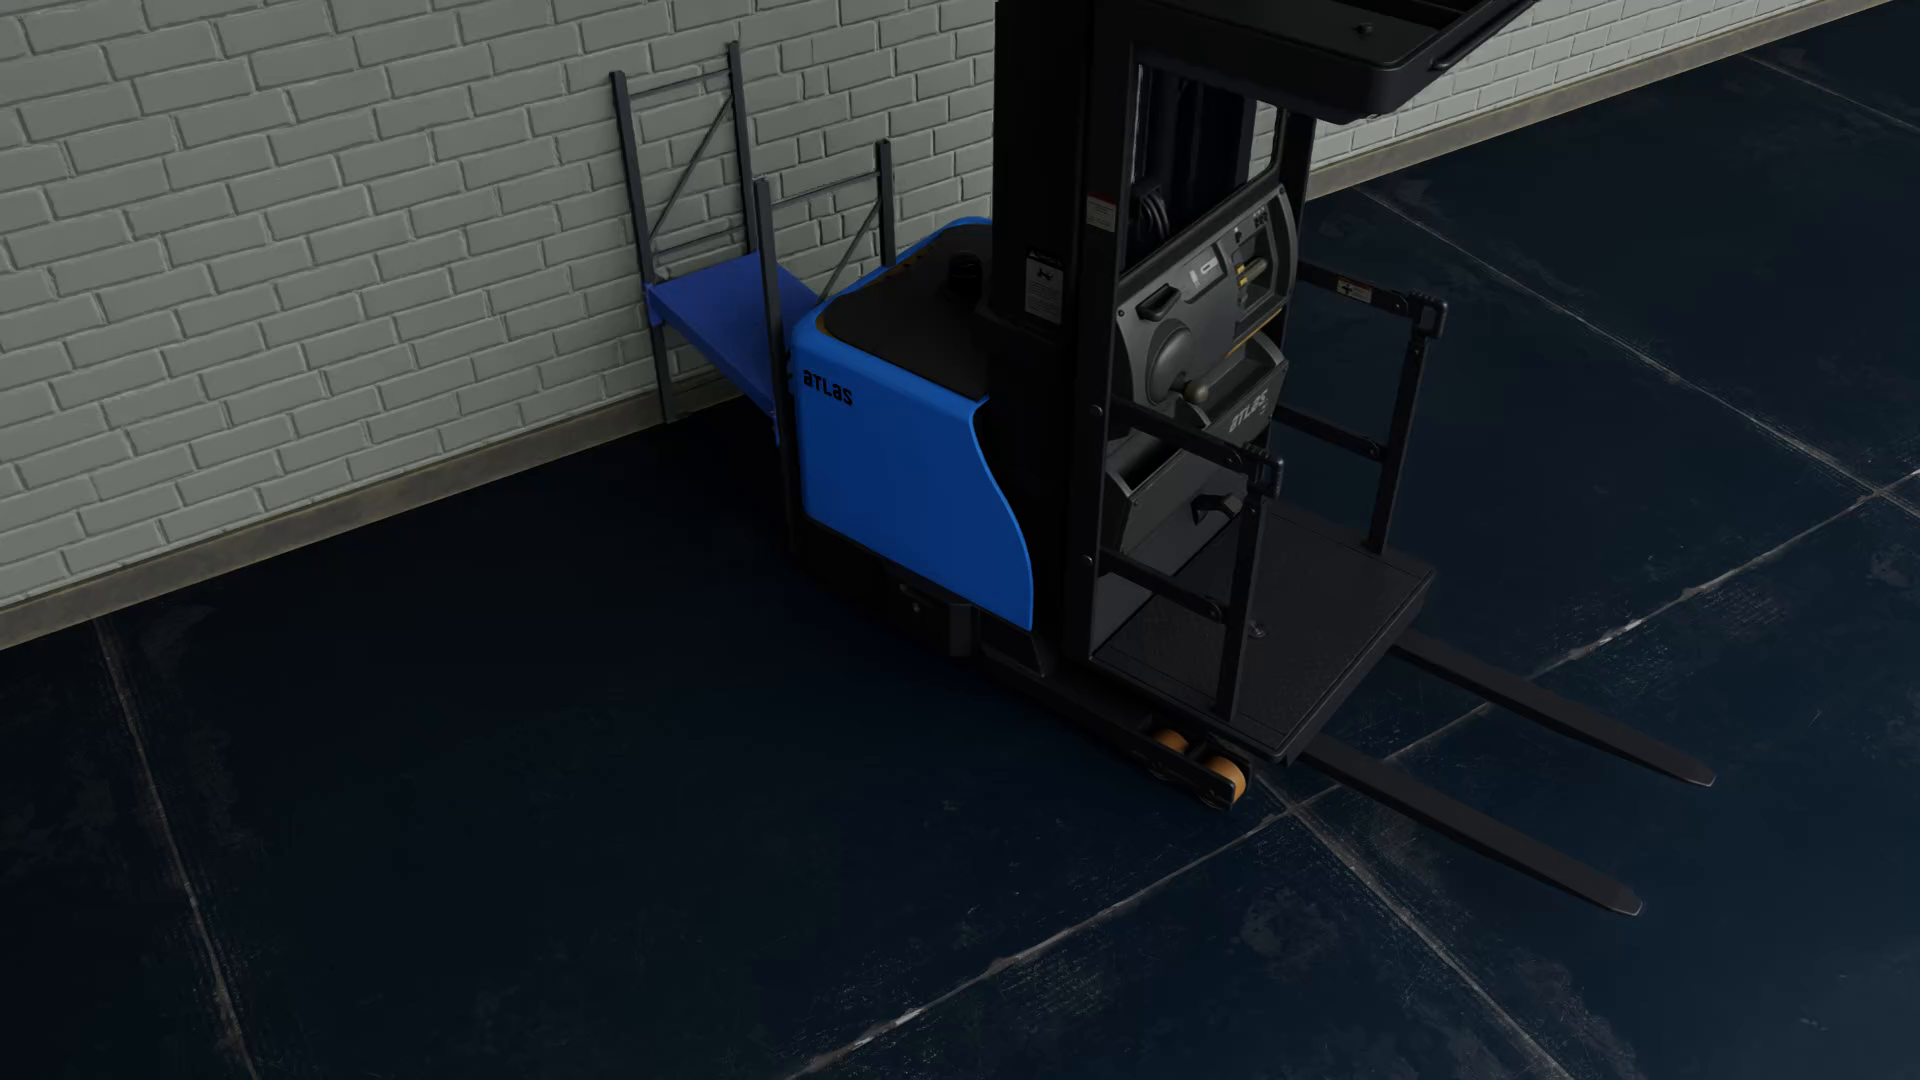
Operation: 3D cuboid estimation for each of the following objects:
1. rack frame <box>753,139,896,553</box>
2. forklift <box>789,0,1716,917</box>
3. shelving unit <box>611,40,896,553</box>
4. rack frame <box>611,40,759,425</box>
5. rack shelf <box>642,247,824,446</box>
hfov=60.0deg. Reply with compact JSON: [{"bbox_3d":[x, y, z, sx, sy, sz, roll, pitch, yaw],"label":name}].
[{"bbox_3d":[-0.429,-0.632,5.796,0.500,1.500,0.032,-24,45,-26],"label":"rack frame"},{"bbox_3d":[0.897,-0.668,4.762,3.031,2.935,1.130,27,47,28],"label":"forklift"},{"bbox_3d":[-0.721,-0.892,6.121,0.538,1.500,1.048,-24,45,-26],"label":"shelving unit"},{"bbox_3d":[-1.012,-1.153,6.446,0.500,1.500,0.032,-24,45,-26],"label":"rack frame"},{"bbox_3d":[-0.718,-0.753,6.234,0.538,0.185,1.000,-24,45,-26],"label":"rack shelf"}]
